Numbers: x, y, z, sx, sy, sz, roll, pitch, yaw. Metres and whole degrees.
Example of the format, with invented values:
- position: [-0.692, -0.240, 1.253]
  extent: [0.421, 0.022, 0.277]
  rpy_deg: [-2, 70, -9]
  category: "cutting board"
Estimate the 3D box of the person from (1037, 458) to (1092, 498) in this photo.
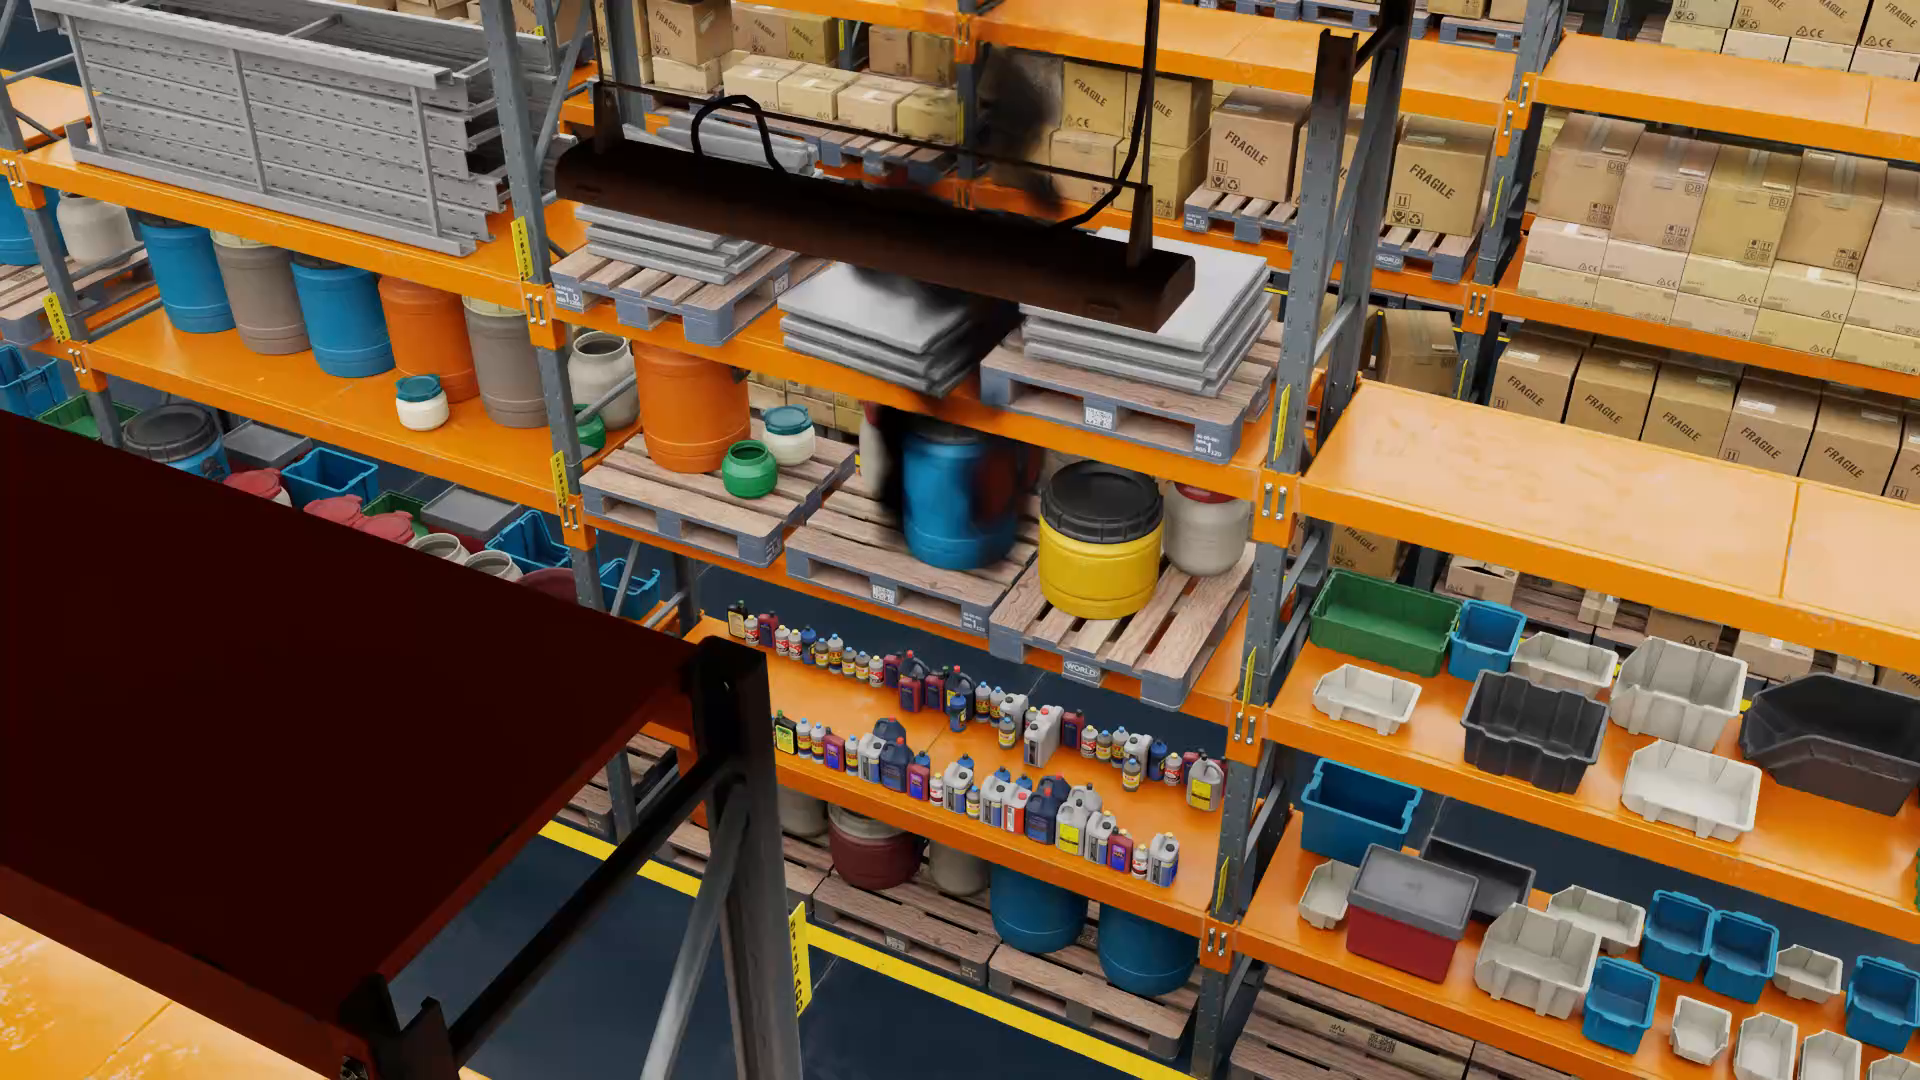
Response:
- position: [0.930, -0.106, 12.469]
  extent: [0.713, 1.796, 0.644]
  rpy_deg: [8, 36, 11]
  category: "person"
